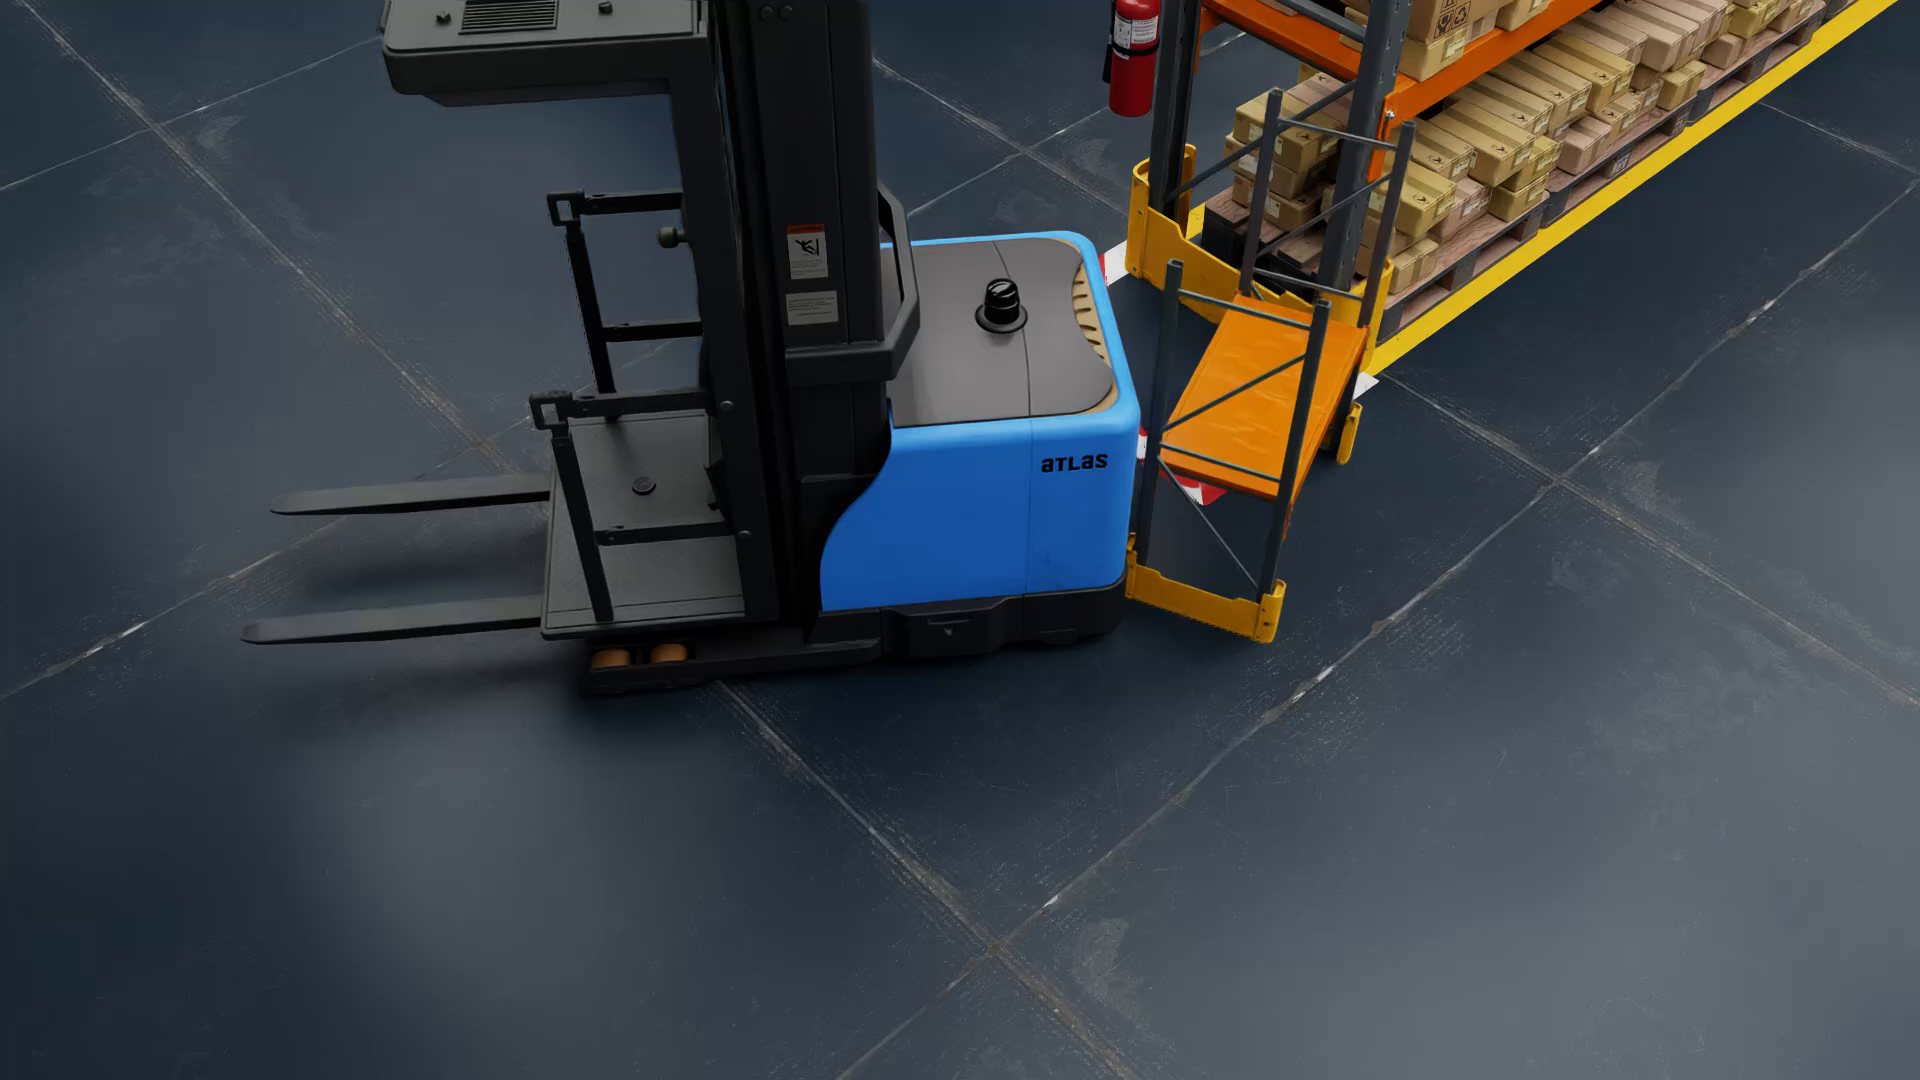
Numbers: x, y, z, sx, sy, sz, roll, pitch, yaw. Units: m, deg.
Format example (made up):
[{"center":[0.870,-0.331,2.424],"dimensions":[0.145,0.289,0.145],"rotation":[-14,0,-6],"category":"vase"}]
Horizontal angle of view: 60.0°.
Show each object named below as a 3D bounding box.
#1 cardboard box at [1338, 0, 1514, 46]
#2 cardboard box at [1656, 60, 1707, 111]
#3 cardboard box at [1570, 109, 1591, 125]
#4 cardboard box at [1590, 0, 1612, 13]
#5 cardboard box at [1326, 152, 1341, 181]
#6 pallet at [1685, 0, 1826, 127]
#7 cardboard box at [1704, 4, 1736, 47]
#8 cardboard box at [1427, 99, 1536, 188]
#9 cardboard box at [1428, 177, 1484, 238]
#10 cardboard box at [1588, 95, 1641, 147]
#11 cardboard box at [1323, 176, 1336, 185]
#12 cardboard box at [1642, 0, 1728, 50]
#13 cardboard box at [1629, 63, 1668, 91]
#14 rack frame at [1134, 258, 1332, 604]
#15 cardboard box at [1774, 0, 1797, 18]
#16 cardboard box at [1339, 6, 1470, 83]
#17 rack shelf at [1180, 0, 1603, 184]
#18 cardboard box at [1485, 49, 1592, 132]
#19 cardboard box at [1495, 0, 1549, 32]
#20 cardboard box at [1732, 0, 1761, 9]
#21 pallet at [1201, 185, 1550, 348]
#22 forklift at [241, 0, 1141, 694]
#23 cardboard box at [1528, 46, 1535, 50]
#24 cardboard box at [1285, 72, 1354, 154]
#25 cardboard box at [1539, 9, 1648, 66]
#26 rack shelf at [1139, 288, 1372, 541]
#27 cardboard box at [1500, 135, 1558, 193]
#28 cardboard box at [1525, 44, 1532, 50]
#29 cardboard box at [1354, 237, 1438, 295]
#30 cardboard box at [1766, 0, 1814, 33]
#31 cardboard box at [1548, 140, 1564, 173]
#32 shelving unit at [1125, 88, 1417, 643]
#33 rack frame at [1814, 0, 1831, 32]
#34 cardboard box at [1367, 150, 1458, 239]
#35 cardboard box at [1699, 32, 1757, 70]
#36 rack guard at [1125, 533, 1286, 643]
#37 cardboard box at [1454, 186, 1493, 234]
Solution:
[{"center":[1.684,-2.170,5.940],"dimensions":[0.500,0.500,0.500],"rotation":[-31,55,-26],"category":"cardboard box"},{"center":[3.299,-2.225,7.917],"dimensions":[0.250,0.149,0.380],"rotation":[-34,56,-27],"category":"cardboard box"},{"center":[2.657,-2.040,7.543],"dimensions":[0.250,0.149,0.380],"rotation":[-31,54,-25],"category":"cardboard box"},{"center":[2.938,-2.643,8.099],"dimensions":[0.250,0.149,0.380],"rotation":[-31,55,-26],"category":"cardboard box"},{"center":[1.594,-1.756,7.281],"dimensions":[0.250,0.149,0.380],"rotation":[-35,56,-28],"category":"cardboard box"},{"center":[3.653,-2.644,8.546],"dimensions":[1.213,0.211,1.003],"rotation":[-34,56,-27],"category":"pallet"},{"center":[3.477,-2.535,8.000],"dimensions":[0.250,0.149,0.380],"rotation":[-33,55,-27],"category":"cardboard box"},{"center":[2.178,-1.671,7.000],"dimensions":[0.250,0.149,0.380],"rotation":[-34,56,-27],"category":"cardboard box"},{"center":[1.967,-1.464,7.011],"dimensions":[0.250,0.149,0.380],"rotation":[-34,56,-27],"category":"cardboard box"},{"center":[2.905,-1.996,7.705],"dimensions":[0.250,0.149,0.380],"rotation":[-34,56,-27],"category":"cardboard box"},{"center":[1.538,-1.695,7.427],"dimensions":[0.250,0.149,0.380],"rotation":[-32,55,-26],"category":"cardboard box"},{"center":[3.313,-2.456,7.724],"dimensions":[0.380,0.149,0.250],"rotation":[36,57,29],"category":"cardboard box"},{"center":[3.090,-2.277,7.762],"dimensions":[0.380,0.149,0.250],"rotation":[36,57,29],"category":"cardboard box"},{"center":[0.853,-0.252,5.462],"dimensions":[0.500,1.500,0.032],"rotation":[18,50,16],"category":"rack frame"},{"center":[3.915,-2.748,8.196],"dimensions":[0.380,0.149,0.250],"rotation":[36,57,29],"category":"cardboard box"},{"center":[1.626,-1.860,6.096],"dimensions":[0.250,0.149,0.380],"rotation":[-34,56,-27],"category":"cardboard box"},{"center":[2.646,-2.708,7.197],"dimensions":[4.000,0.370,1.077],"rotation":[-34,56,-27],"category":"rack shelf"},{"center":[2.517,-1.971,7.277],"dimensions":[0.250,0.149,0.380],"rotation":[-32,55,-26],"category":"cardboard box"},{"center":[2.022,-2.112,6.329],"dimensions":[0.250,0.149,0.380],"rotation":[-35,56,-28],"category":"cardboard box"},{"center":[3.696,-2.726,7.973],"dimensions":[0.250,0.149,0.380],"rotation":[-34,56,-27],"category":"cardboard box"},{"center":[1.847,-1.437,7.433],"dimensions":[1.213,0.211,1.003],"rotation":[-34,56,-27],"category":"pallet"},{"center":[-0.973,-0.876,5.064],"dimensions":[3.031,2.935,1.130],"rotation":[-5,47,-5],"category":"forklift"},{"center":[2.708,-2.448,8.121],"dimensions":[0.250,0.149,0.380],"rotation":[-35,56,-28],"category":"cardboard box"},{"center":[1.612,-1.833,7.150],"dimensions":[0.250,0.149,0.380],"rotation":[-33,55,-26],"category":"cardboard box"},{"center":[2.865,-2.253,7.537],"dimensions":[0.250,0.149,0.380],"rotation":[-34,56,-27],"category":"cardboard box"},{"center":[1.063,-0.470,5.908],"dimensions":[0.538,0.185,1.000],"rotation":[18,50,16],"category":"rack shelf"},{"center":[2.352,-1.701,7.230],"dimensions":[0.250,0.149,0.380],"rotation":[-32,55,-26],"category":"cardboard box"},{"center":[2.510,-2.445,7.916],"dimensions":[0.250,0.149,0.380],"rotation":[-33,55,-27],"category":"cardboard box"},{"center":[1.769,-1.224,6.992],"dimensions":[0.250,0.149,0.380],"rotation":[-33,55,-26],"category":"cardboard box"},{"center":[4.065,-2.737,8.389],"dimensions":[0.250,0.149,0.380],"rotation":[-33,55,-27],"category":"cardboard box"},{"center":[2.474,-1.769,7.495],"dimensions":[0.250,0.149,0.380],"rotation":[-34,56,-27],"category":"cardboard box"},{"center":[1.059,-0.586,5.770],"dimensions":[0.587,1.500,1.083],"rotation":[18,50,16],"category":"shelving unit"},{"center":[4.126,-3.941,7.845],"dimensions":[0.127,3.000,1.000],"rotation":[-34,56,-27],"category":"rack frame"},{"center":[1.782,-1.415,6.764],"dimensions":[0.250,0.149,0.380],"rotation":[-36,57,-29],"category":"cardboard box"},{"center":[3.664,-2.489,8.159],"dimensions":[0.250,0.149,0.380],"rotation":[-36,57,-28],"category":"cardboard box"},{"center":[0.853,0.171,5.922],"dimensions":[0.587,0.250,0.087],"rotation":[18,50,16],"category":"rack guard"},{"center":[2.087,-1.524,7.269],"dimensions":[0.250,0.149,0.380],"rotation":[-33,55,-27],"category":"cardboard box"}]
